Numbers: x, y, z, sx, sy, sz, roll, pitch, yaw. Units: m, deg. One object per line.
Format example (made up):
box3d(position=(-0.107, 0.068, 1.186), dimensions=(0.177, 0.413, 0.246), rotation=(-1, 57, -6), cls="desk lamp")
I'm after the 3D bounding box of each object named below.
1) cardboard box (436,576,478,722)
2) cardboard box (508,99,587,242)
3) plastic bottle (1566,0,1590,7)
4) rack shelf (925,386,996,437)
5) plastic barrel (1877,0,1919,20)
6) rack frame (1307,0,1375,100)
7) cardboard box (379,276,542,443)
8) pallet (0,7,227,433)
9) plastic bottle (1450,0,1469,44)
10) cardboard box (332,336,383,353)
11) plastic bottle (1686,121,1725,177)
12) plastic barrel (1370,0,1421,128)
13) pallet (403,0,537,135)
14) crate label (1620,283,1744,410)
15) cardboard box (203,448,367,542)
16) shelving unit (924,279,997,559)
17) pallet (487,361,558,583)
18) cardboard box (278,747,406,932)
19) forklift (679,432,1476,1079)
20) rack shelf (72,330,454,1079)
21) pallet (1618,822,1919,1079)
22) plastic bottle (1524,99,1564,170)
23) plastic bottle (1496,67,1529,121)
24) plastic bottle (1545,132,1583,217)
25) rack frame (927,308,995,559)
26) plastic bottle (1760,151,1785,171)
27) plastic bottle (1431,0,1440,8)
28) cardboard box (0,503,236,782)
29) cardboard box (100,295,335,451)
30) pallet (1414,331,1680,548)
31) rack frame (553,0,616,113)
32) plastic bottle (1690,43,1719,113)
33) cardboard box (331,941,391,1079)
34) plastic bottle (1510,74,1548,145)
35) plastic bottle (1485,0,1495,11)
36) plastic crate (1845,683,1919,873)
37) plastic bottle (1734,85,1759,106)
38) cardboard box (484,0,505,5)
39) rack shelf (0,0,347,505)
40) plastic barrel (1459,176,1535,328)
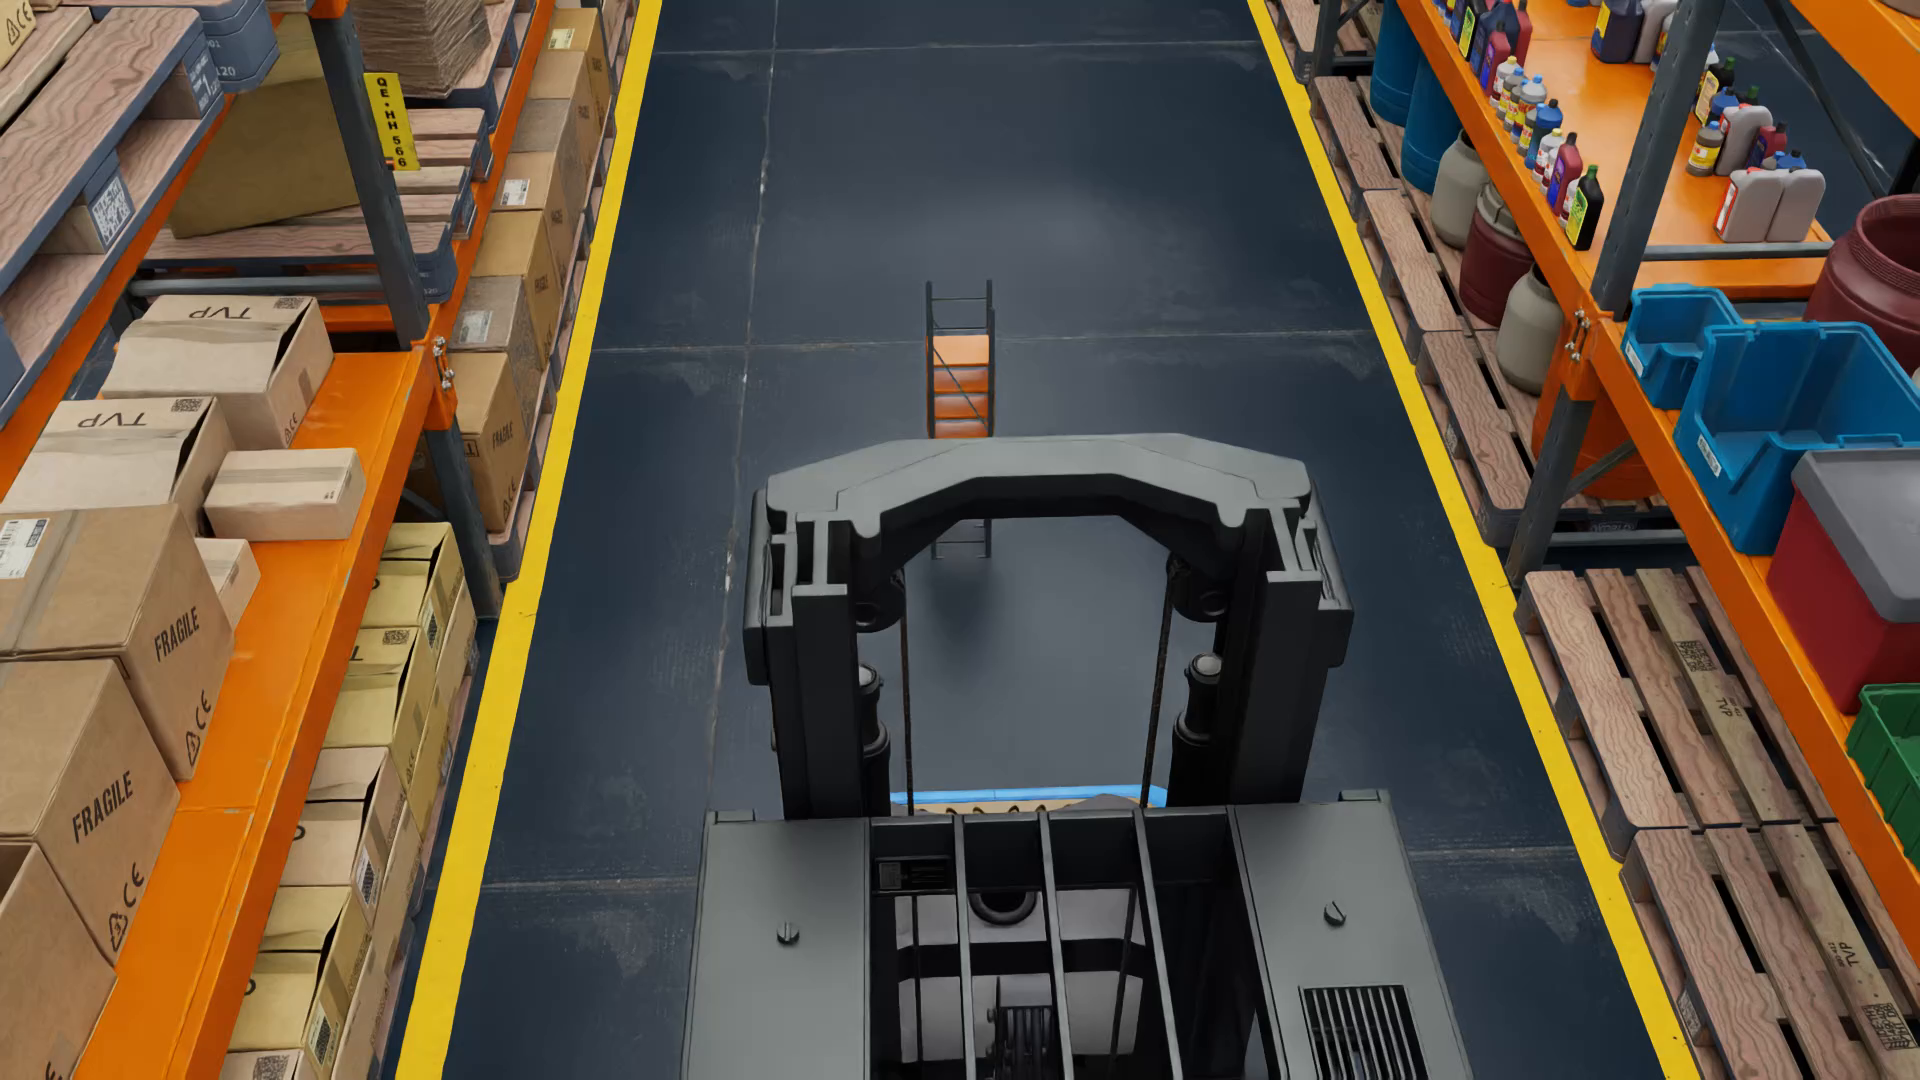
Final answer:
box3d(position=(-2.014, 0.383, 5.836), dimensions=(0.500, 0.250, 0.500), rotation=(-1, 43, -1), cls="cardboard box")
box3d(position=(-2.109, -1.768, 7.983), dimensions=(0.500, 0.500, 0.500), rotation=(-1, 43, -1), cls="cardboard box")
box3d(position=(2.767, -2.509, 7.363), dimensions=(0.097, 0.271, 0.097), rotation=(0, 43, 0), cls="plastic bottle")
box3d(position=(0.001, -0.488, 6.283), dimensions=(0.258, 0.103, 0.180), rotation=(-2, 43, -2), cls="rack shelf")
box3d(position=(2.487, -1.693, 3.787), dimensions=(0.600, 0.901, 0.600), rotation=(0, 43, 0), cls="plastic barrel")
box3d(position=(2.499, -3.664, 8.527), dimensions=(1.000, 3.000, 0.127), rotation=(-2, 43, -2), cls="rack frame")
box3d(position=(-2.042, -0.733, 6.854), dimensions=(0.500, 0.500, 0.500), rotation=(-3, 43, -3), cls="cardboard box")
box3d(position=(-2.112, -0.650, 3.159), dimensions=(1.003, 0.211, 1.213), rotation=(0, 43, 0), cls="pallet")
box3d(position=(2.198, -2.301, 7.077), dimensions=(0.144, 0.351, 0.185), rotation=(-2, 43, -2), cls="plastic bottle")
box3d(position=(-2.554, -0.689, 6.806), dimensions=(0.500, 0.500, 0.500), rotation=(0, 43, 0), cls="cardboard box")
box3d(position=(2.830, -1.488, 6.300), dimensions=(0.097, 0.201, 0.097), rotation=(0, 43, 0), cls="plastic bottle")
box3d(position=(2.505, -2.677, 8.693), dimensions=(0.600, 0.901, 0.708), rotation=(-2, 43, -2), cls="plastic barrel")
box3d(position=(-2.367, -2.066, 6.926), dimensions=(1.003, 0.211, 1.213), rotation=(-2, 43, -2), cls="pallet")
box3d(position=(2.312, -0.607, 5.316), dimensions=(0.303, 0.233, 0.416), rotation=(-2, 43, -2), cls="crate label")
box3d(position=(-1.966, -0.132, 4.860), dimensions=(0.380, 0.149, 0.250), rotation=(-2, 43, -2), cls="cardboard box")
box3d(position=(0.001, -0.433, 6.334), dimensions=(0.258, 1.200, 0.189), rotation=(-2, 43, -2), cls="shelving unit")
box3d(position=(-2.274, -0.301, 6.922), dimensions=(1.003, 0.211, 1.213), rotation=(-2, 43, -2), cls="pallet")
box3d(position=(-1.965, 0.866, 4.894), dimensions=(0.500, 0.311, 0.500), rotation=(-2, 43, -2), cls="cardboard box")
box3d(position=(0.153, 1.372, 3.084), dimensions=(1.130, 2.935, 3.031), rotation=(-2, 43, -2), cls="forklift")
box3d(position=(-2.195, 0.792, 4.199), dimensions=(1.077, 0.370, 4.000), rotation=(-2, 43, -2), cls="rack shelf")
box3d(position=(2.712, 1.410, 5.055), dimensions=(1.003, 0.211, 1.213), rotation=(-2, 43, -2), cls="pallet")
box3d(position=(2.221, -1.543, 6.308), dimensions=(0.097, 0.271, 0.097), rotation=(0, 43, 0), cls="plastic bottle")
box3d(position=(2.204, -1.780, 6.619), dimensions=(0.097, 0.201, 0.097), rotation=(0, 43, 0), cls="plastic bottle")
box3d(position=(2.216, -1.337, 6.075), dimensions=(0.061, 0.283, 0.133), rotation=(-2, 43, -2), cls="plastic bottle")
box3d(position=(0.005, -0.371, 6.267), dimensions=(0.240, 1.200, 0.006), rotation=(-2, 43, -2), cls="rack frame")
box3d(position=(2.992, -1.336, 6.135), dimensions=(0.097, 0.201, 0.097), rotation=(0, 43, 0), cls="plastic bottle")
box3d(position=(2.187, -2.513, 7.364), dimensions=(0.152, 0.276, 0.135), rotation=(-2, 43, -2), cls="plastic bottle")
box3d(position=(-2.193, 0.272, 4.160), dimensions=(0.500, 0.500, 0.500), rotation=(-4, 43, -4), cls="cardboard box")
box3d(position=(-2.308, -0.544, 5.190), dimensions=(0.500, 0.311, 0.500), rotation=(1, 43, 1), cls="cardboard box")
box3d(position=(2.594, -0.467, 7.103), dimensions=(1.003, 0.211, 1.213), rotation=(-2, 43, -2), cls="pallet")
box3d(position=(-2.450, -3.524, 8.375), dimensions=(1.000, 3.000, 0.127), rotation=(-2, 43, -2), cls="rack frame")
box3d(position=(2.961, -1.855, 6.649), dimensions=(0.097, 0.271, 0.097), rotation=(0, 43, 0), cls="plastic bottle")
box3d(position=(-1.946, 1.418, 4.707), dimensions=(0.500, 0.250, 0.500), rotation=(-1, 43, -1), cls="cardboard box")
box3d(position=(2.212, -1.674, 6.452), dimensions=(0.097, 0.271, 0.097), rotation=(0, 43, 0), cls="plastic bottle")
box3d(position=(2.224, -2.170, 6.983), dimensions=(0.061, 0.283, 0.133), rotation=(-2, 43, -2), cls="plastic bottle")
box3d(position=(2.483, 0.647, 3.981), dimensions=(0.450, 0.188, 0.662), rotation=(-2, 43, -2), cls="plastic crate")
box3d(position=(2.994, -1.626, 6.390), dimensions=(0.061, 0.283, 0.133), rotation=(-2, 43, -2), cls="plastic bottle")
box3d(position=(-2.313, -2.525, 6.900), dimensions=(0.700, 0.500, 0.500), rotation=(-12, 44, -13), cls="cardboard box")
box3d(position=(-2.195, -0.314, 3.185), dimensions=(1.077, 0.370, 4.000), rotation=(-2, 43, -2), cls="rack shelf")
box3d(position=(2.583, -1.322, 7.446), dimensions=(0.600, 0.588, 0.708), rotation=(-2, 43, -2), cls="plastic barrel")
